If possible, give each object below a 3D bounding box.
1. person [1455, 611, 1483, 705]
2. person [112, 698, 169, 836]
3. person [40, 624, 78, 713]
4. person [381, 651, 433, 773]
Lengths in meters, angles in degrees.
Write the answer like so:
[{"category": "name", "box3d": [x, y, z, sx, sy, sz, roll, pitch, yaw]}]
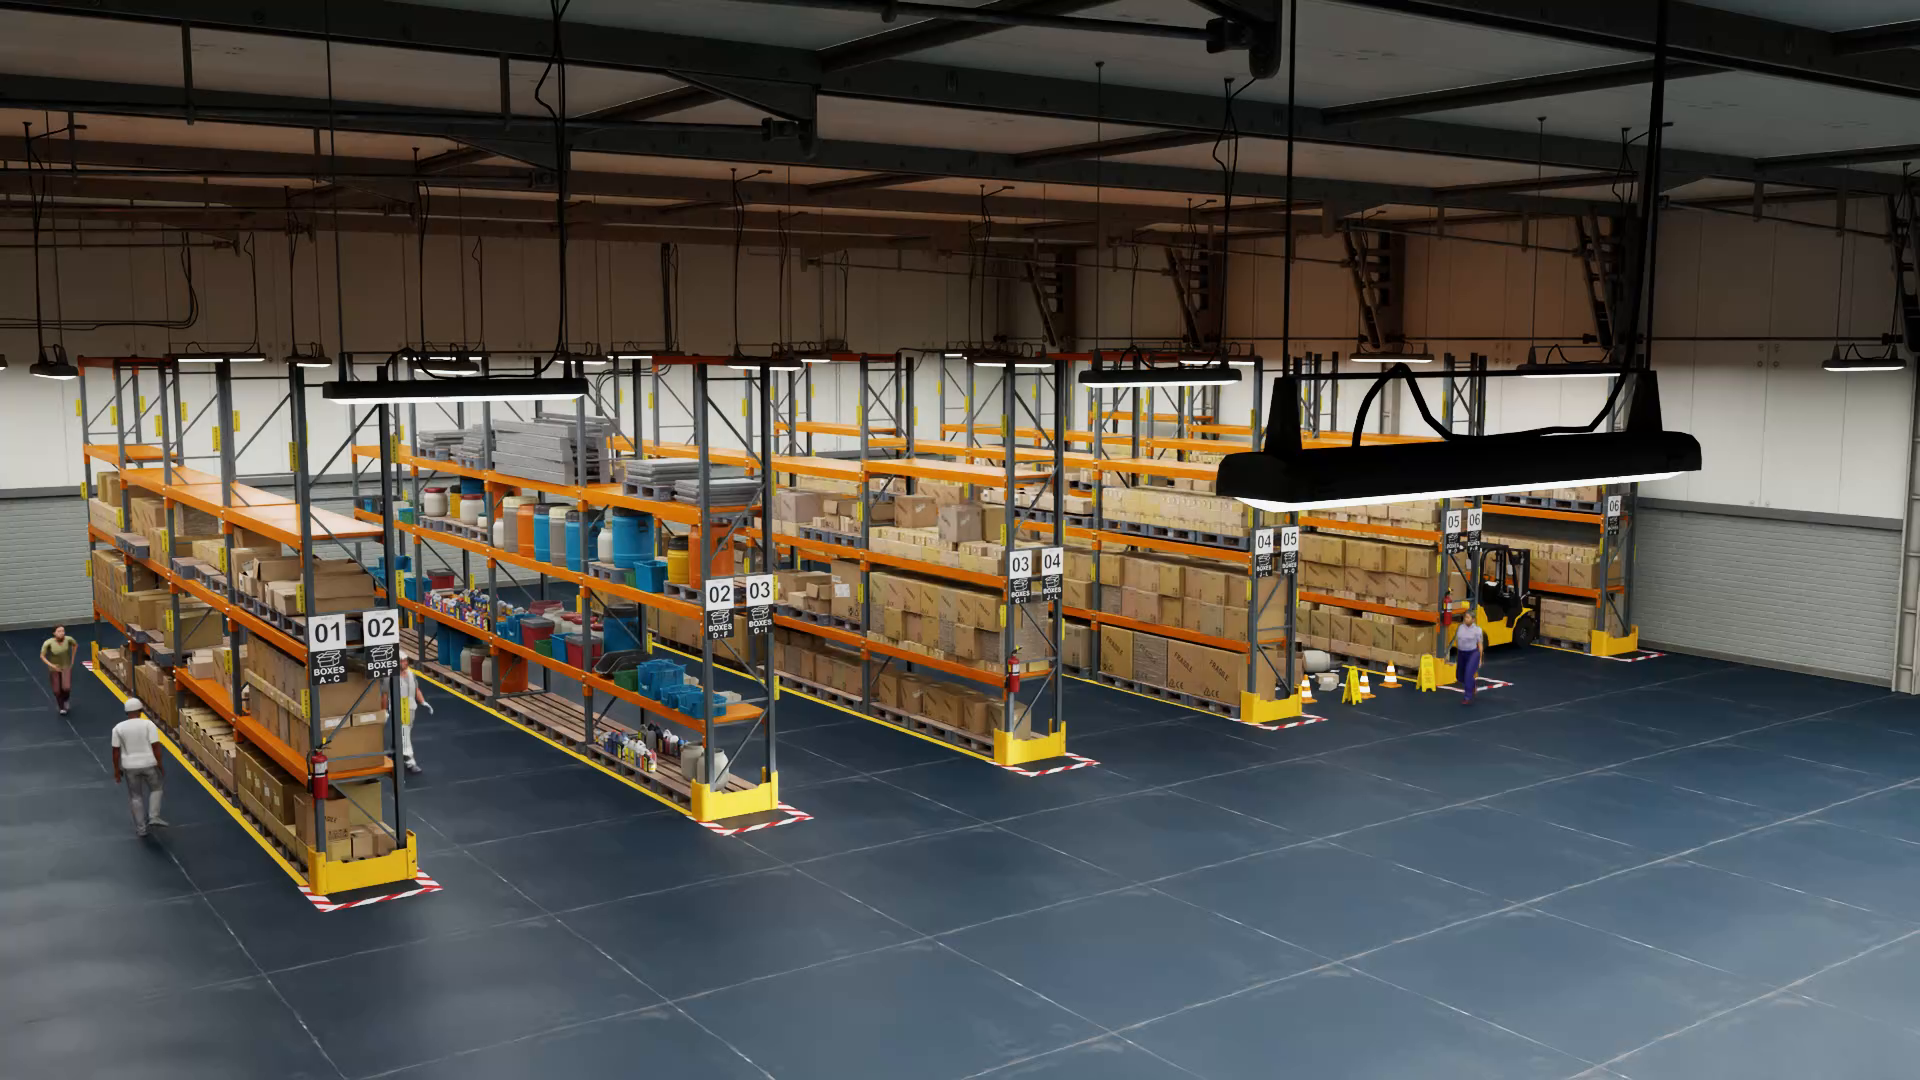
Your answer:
[{"category": "person", "box3d": [8.873, 2.017, 28.901, 0.730, 1.616, 0.494, -6, 9, -41]}, {"category": "person", "box3d": [-10.455, 2.892, 21.180, 0.605, 1.749, 0.540, -3, 8, -23]}, {"category": "person", "box3d": [-15.148, 2.168, 27.970, 0.535, 1.574, 0.691, -3, 8, -26]}, {"category": "person", "box3d": [-8.151, 2.494, 24.444, 1.093, 1.741, 0.655, 6, 9, 40]}]
